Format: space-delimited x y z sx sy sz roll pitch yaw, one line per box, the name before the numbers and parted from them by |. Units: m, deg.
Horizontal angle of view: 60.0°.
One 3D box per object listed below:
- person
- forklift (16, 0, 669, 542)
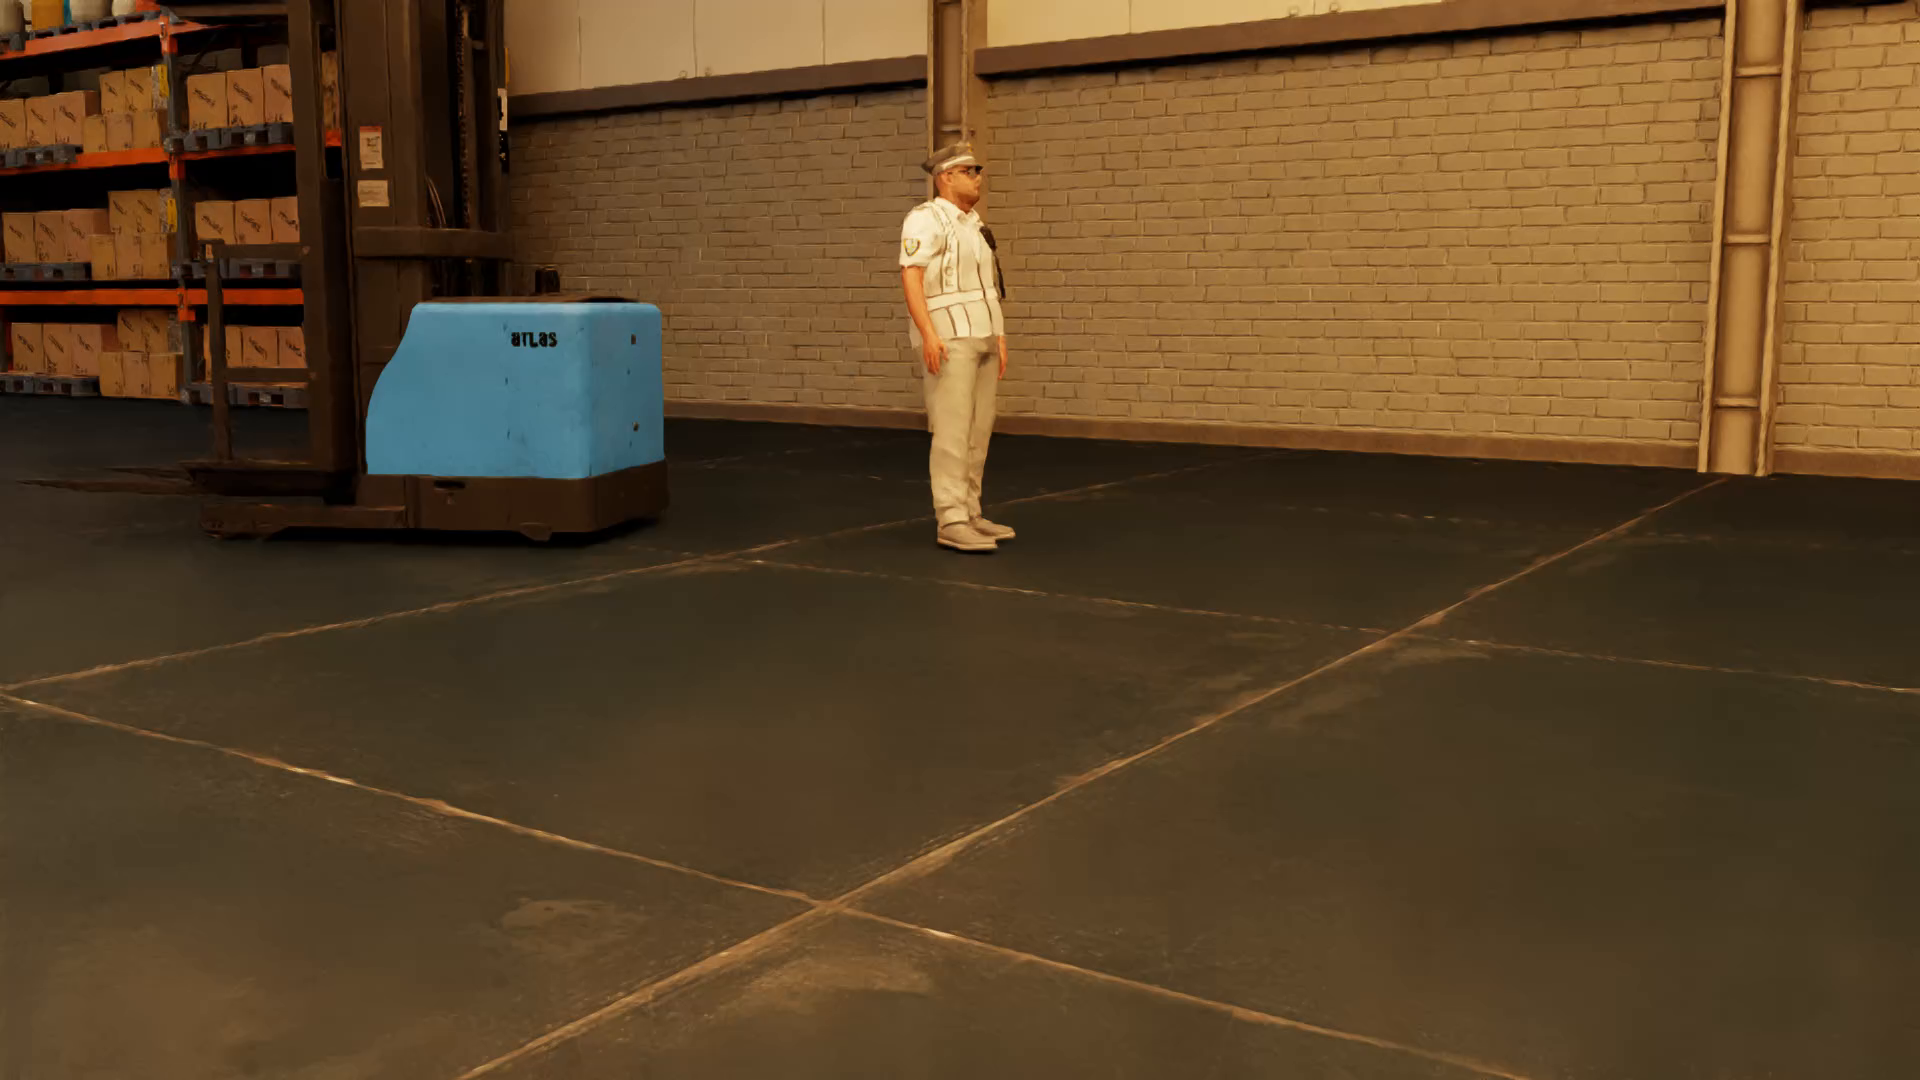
person | 0.058 -0.883 7.424 0.574 1.781 0.640 5 10 34
forklift | -3.010 -1.521 7.888 3.031 2.935 1.130 2 8 11
